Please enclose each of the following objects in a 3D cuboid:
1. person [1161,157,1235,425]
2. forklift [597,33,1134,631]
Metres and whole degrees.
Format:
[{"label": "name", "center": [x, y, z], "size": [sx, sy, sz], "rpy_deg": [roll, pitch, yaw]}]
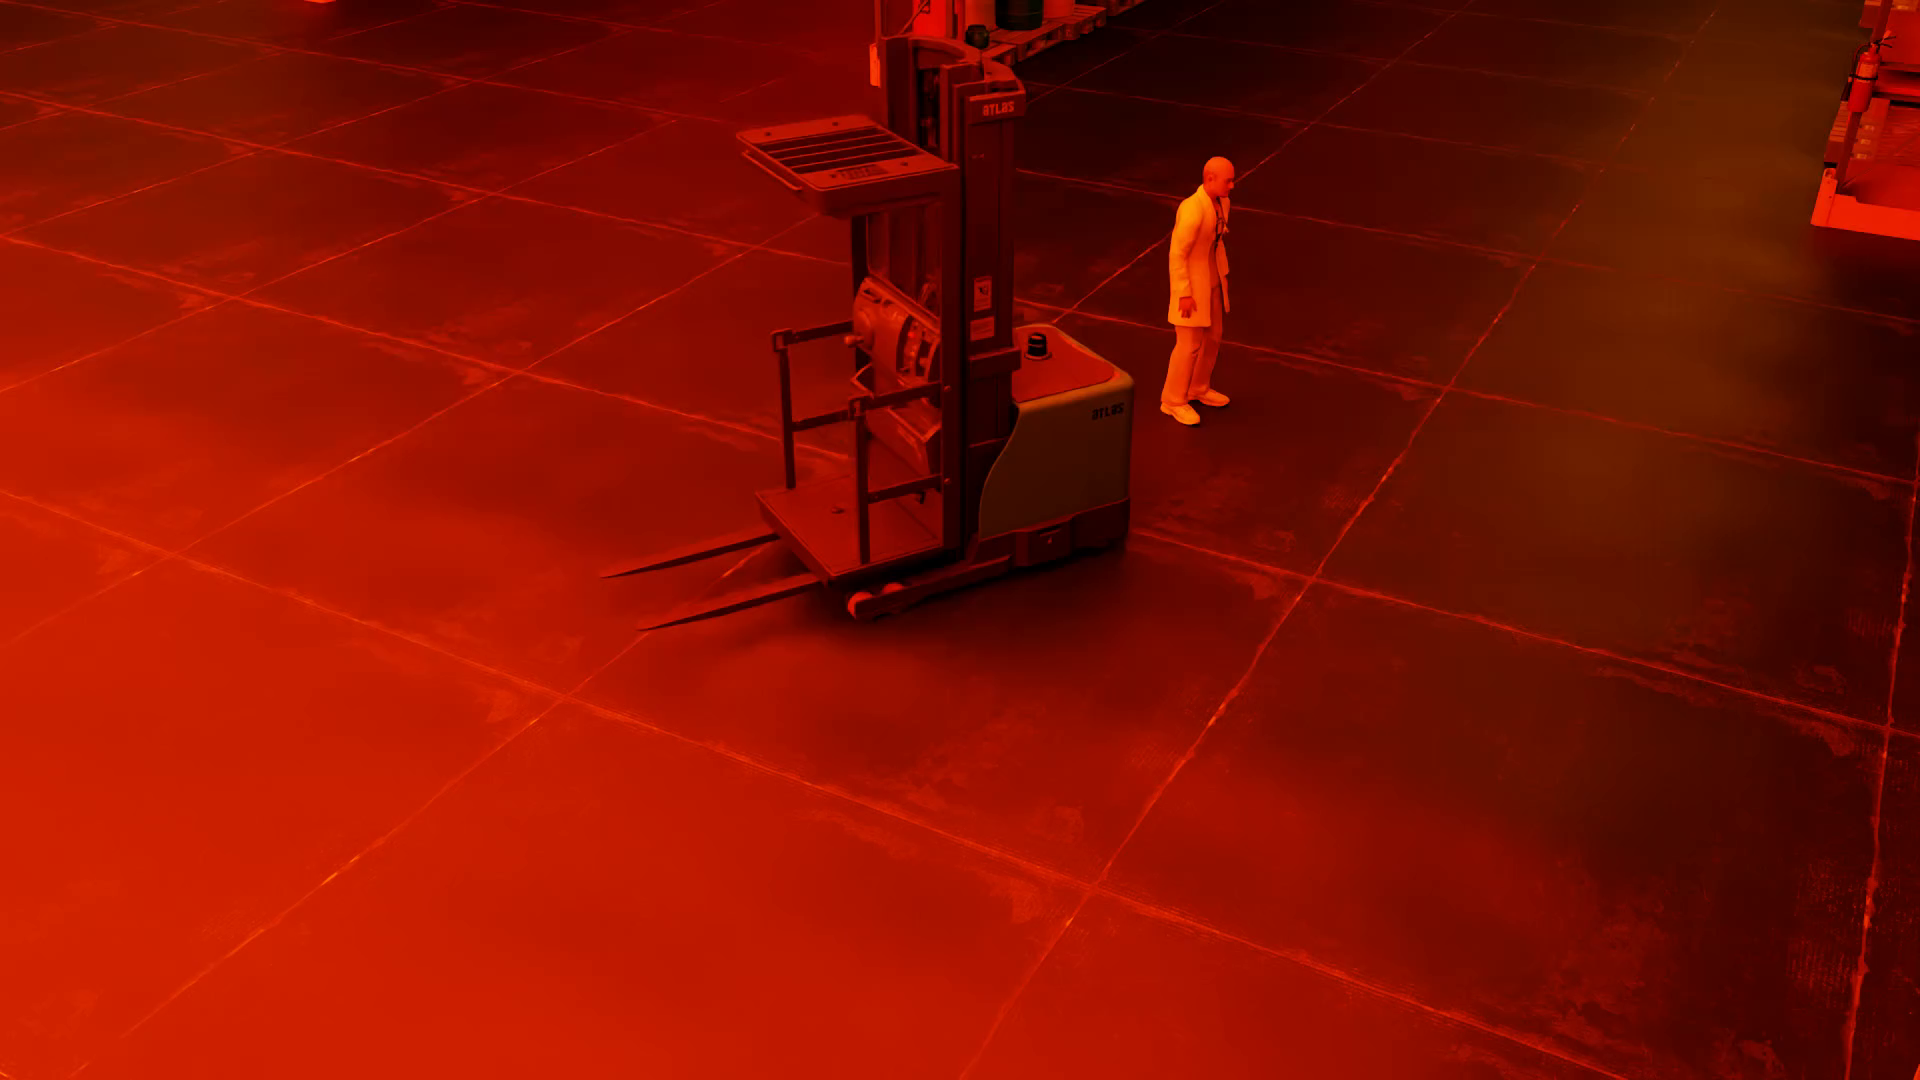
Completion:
[{"label": "person", "center": [1.624, -1.706, 11.185], "size": [0.430, 1.772, 0.647], "rpy_deg": [20, 36, 31]}, {"label": "forklift", "center": [-0.531, -1.116, 9.005], "size": [3.031, 2.935, 1.130], "rpy_deg": [-16, 33, -25]}]
